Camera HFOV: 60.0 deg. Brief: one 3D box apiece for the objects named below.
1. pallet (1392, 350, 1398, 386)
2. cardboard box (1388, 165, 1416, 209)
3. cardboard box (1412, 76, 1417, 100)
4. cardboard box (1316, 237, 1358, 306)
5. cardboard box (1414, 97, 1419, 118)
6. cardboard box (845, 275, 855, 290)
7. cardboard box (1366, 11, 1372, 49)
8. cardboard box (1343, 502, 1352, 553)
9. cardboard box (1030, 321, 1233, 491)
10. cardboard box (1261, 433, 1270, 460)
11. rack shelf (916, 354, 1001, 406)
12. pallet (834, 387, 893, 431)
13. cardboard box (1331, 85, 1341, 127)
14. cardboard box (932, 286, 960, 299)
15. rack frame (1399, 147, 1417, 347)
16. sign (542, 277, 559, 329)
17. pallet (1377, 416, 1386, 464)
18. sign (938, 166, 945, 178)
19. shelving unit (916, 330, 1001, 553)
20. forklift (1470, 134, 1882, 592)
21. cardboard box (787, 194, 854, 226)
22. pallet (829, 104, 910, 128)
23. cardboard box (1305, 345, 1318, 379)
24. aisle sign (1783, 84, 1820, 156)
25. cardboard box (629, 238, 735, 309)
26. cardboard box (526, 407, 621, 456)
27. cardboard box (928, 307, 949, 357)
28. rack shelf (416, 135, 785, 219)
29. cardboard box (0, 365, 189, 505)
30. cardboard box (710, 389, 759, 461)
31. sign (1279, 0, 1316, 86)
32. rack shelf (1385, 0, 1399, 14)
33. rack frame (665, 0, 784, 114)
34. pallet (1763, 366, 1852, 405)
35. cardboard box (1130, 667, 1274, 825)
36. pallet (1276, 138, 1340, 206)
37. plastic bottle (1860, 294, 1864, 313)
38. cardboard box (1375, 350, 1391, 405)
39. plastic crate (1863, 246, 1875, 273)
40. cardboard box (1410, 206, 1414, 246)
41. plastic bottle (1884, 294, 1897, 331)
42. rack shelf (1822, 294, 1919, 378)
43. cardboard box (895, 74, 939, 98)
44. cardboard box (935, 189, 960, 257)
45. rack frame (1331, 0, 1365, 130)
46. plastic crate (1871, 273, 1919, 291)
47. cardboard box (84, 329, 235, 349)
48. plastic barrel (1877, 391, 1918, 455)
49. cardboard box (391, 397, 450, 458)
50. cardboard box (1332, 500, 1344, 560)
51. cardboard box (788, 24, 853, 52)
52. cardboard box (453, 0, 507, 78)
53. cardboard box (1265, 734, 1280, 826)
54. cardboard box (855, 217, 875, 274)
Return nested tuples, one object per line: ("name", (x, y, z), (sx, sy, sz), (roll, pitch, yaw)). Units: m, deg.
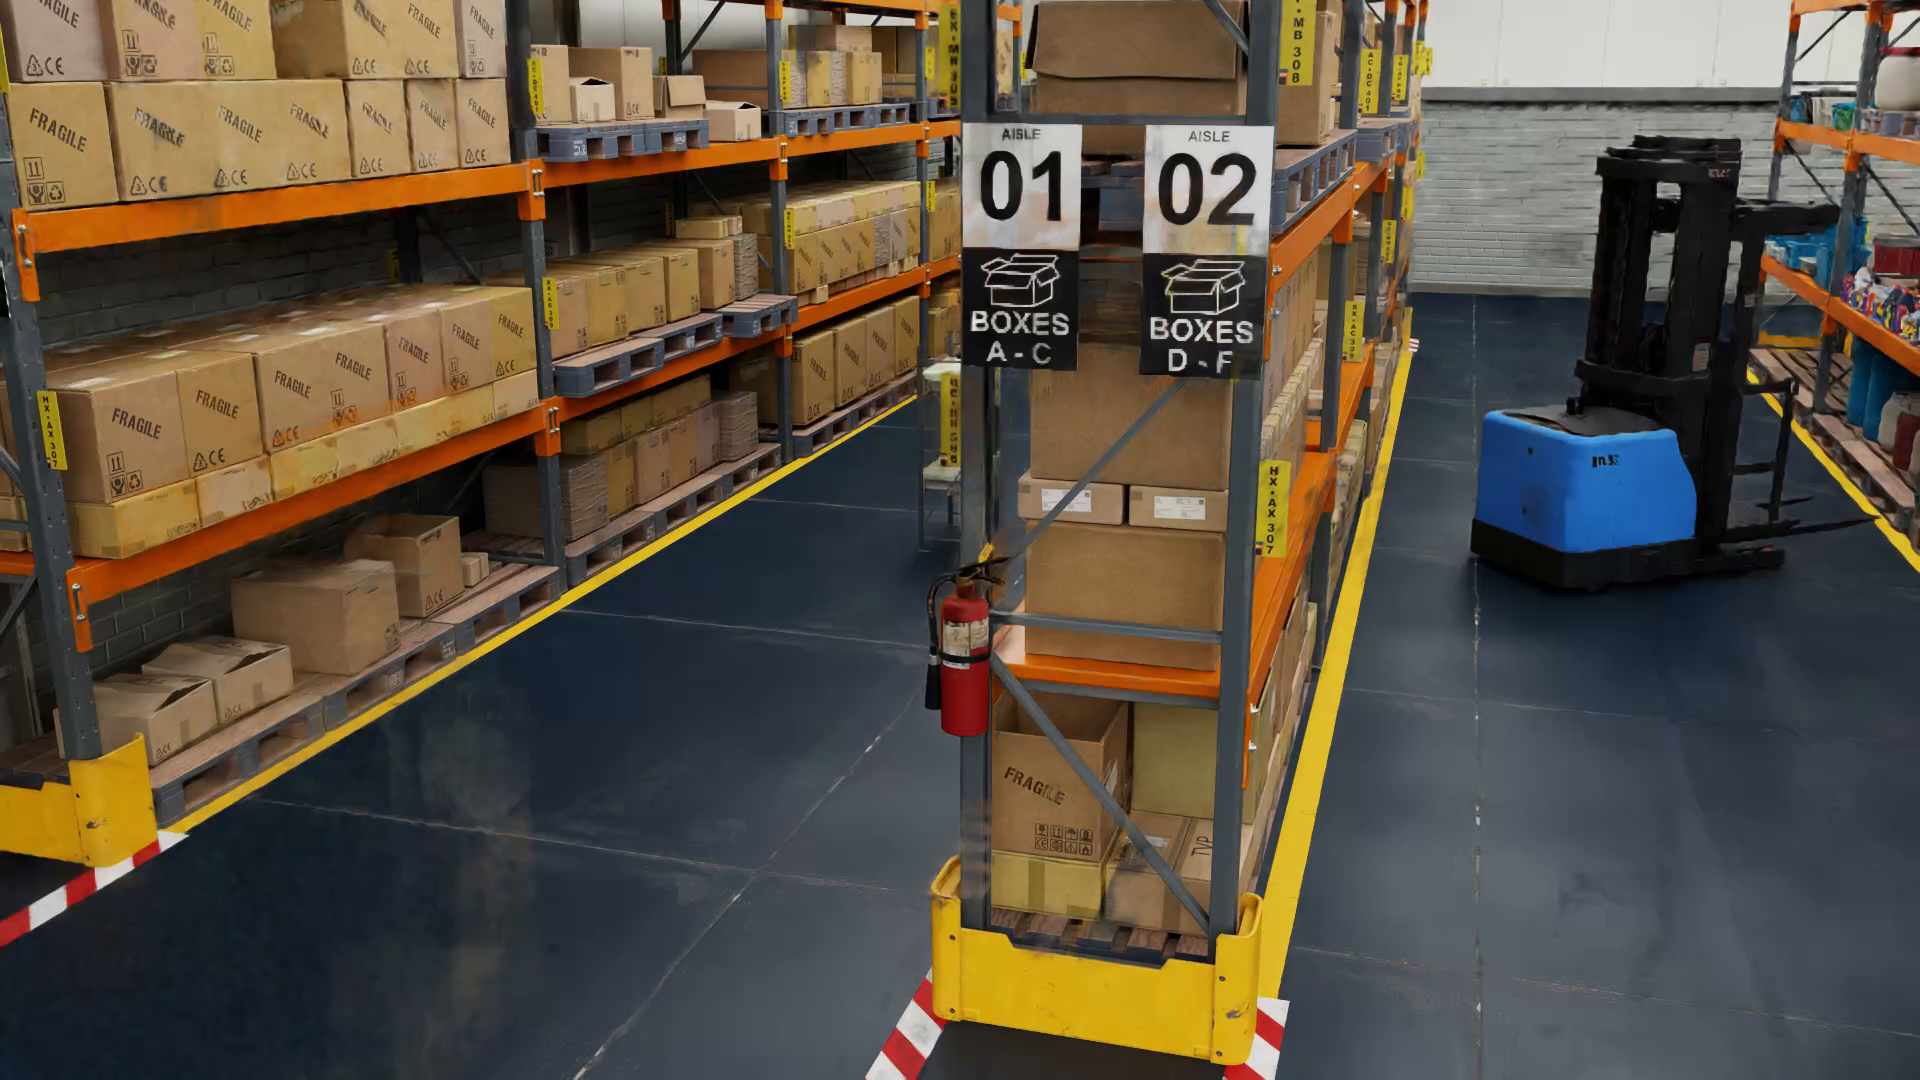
("pallet", (4.448, -1.990, 18.959), (1.003, 0.211, 1.213), (5, 16, 16))
("cardboard box", (4.895, -4.001, 18.924), (0.500, 0.500, 0.500), (5, 17, 17))
("cardboard box", (4.577, -4.812, 17.659), (0.500, 0.250, 0.500), (5, 16, 16))
("cardboard box", (2.841, -2.209, 13.667), (0.700, 0.500, 0.500), (-1, 16, -3))
("cardboard box", (4.868, -4.833, 18.648), (0.500, 0.250, 0.500), (5, 16, 16))
("cardboard box", (-1.240, -2.528, 16.167), (0.380, 0.149, 0.250), (5, 17, 16))
("cardboard box", (3.045, -4.005, 13.438), (0.500, 0.500, 0.500), (5, 16, 16))
("cardboard box", (2.422, -0.107, 11.478), (0.500, 0.250, 0.500), (5, 17, 17))
("cardboard box", (0.656, -0.499, 6.033), (0.700, 0.500, 0.500), (5, 16, 16))
("cardboard box", (1.033, -0.339, 6.654), (0.380, 0.149, 0.250), (4, 16, 15))
("rack shelf", (-0.002, -1.095, 12.012), (0.431, 0.370, 0.720), (5, 16, 16))
("pallet", (-1.336, -1.345, 16.686), (1.003, 0.211, 1.213), (5, 16, 16))
("cardboard box", (2.235, -2.807, 10.738), (0.500, 0.250, 0.500), (3, 16, 11))
("cardboard box", (-0.113, -2.926, 19.771), (0.380, 0.149, 0.250), (4, 16, 14))
("rack frame", (5.043, -3.878, 20.506), (1.000, 3.000, 0.127), (5, 16, 16))
("sign", (-2.595, -1.498, 10.528), (0.100, 0.325, 0.005), (5, 16, 16))
("pallet", (3.367, -0.954, 15.307), (1.003, 0.211, 1.213), (5, 16, 16))
("sign", (-0.238, -4.761, 21.885), (0.100, 0.325, 0.005), (5, 16, 16))
("shelving unit", (-0.002, -0.720, 12.119), (0.431, 1.500, 0.755), (5, 16, 16))
("forklift", (5.188, -1.298, 11.535), (3.031, 2.935, 1.130), (-6, 17, -21))
("cardboard box", (-1.314, -3.101, 15.625), (0.500, 0.250, 0.500), (5, 17, 16))
("pallet", (-1.057, -4.322, 16.925), (0.805, 0.209, 1.217), (4, 16, 14))
("cardboard box", (1.689, -0.947, 8.798), (0.380, 0.149, 0.250), (4, 16, 15))
("aisle sign", (9.527, -4.786, 18.941), (0.394, 0.787, 0.004), (5, 16, 16))
("cardboard box", (-2.237, -2.156, 13.445), (0.700, 0.500, 0.500), (3, 16, 11))
("cardboard box", (-2.802, -0.801, 12.057), (0.500, 0.250, 0.500), (4, 16, 15))
("cardboard box", (-0.533, -2.402, 19.112), (0.700, 0.500, 0.500), (5, 17, 17))
("rack shelf", (-2.549, -2.742, 12.321), (1.077, 0.370, 4.000), (5, 16, 16))
("cardboard box", (-3.830, -0.475, 7.372), (0.500, 0.500, 0.500), (5, 16, 16))
("cardboard box", (-2.135, -0.985, 14.080), (0.700, 0.500, 0.500), (5, 17, 17))
("sign", (1.027, -1.549, 5.051), (0.100, 0.325, 0.005), (5, 16, 16))
("rack shelf", (2.202, -3.610, 10.616), (1.077, 0.370, 4.000), (5, 16, 16))
("rack frame", (-1.981, -5.055, 13.659), (1.000, 3.000, 0.127), (5, 16, 16))
("pallet", (9.171, -1.621, 17.657), (1.003, 0.211, 1.213), (5, 16, 16))
("cardboard box", (1.002, 0.814, 6.858), (0.500, 0.500, 0.500), (5, 16, 16))
("pallet", (1.067, -1.596, 7.124), (1.003, 0.211, 1.213), (5, 16, 16))
("plastic bottle", (7.939, -2.085, 14.546), (0.097, 0.201, 0.097), (0, 16, 0))
("cardboard box", (3.893, -1.561, 16.110), (0.500, 0.500, 0.500), (5, 16, 16))
("plastic crate", (9.265, -2.804, 16.824), (0.437, 0.282, 0.530), (5, 16, 16))
("cardboard box", (5.177, -3.788, 20.004), (0.500, 0.500, 0.500), (5, 17, 18))
("plastic bottle", (7.639, -1.865, 13.622), (0.061, 0.283, 0.133), (5, 16, 16))
("rack shelf", (8.086, -1.577, 13.712), (1.077, 0.370, 4.000), (5, 16, 16))
("cardboard box", (-0.395, -4.996, 18.272), (0.500, 0.250, 0.500), (5, 16, 16))
("cardboard box", (-0.461, -3.690, 19.294), (0.980, 0.700, 0.700), (4, 16, 14))
("rack frame", (1.633, -3.625, 8.618), (1.000, 3.000, 0.127), (5, 16, 16))
("plastic crate", (8.924, -2.459, 15.876), (0.396, 0.136, 0.243), (5, 16, 16))
("cardboard box", (-4.029, -0.780, 8.446), (0.500, 0.500, 0.500), (4, 16, 14))
("plastic barrel", (8.036, -0.985, 14.094), (0.421, 0.512, 0.421), (0, 16, 0))
("cardboard box", (-3.239, -0.649, 9.360), (0.500, 0.250, 0.500), (5, 16, 16))
("cardboard box", (2.137, -0.107, 10.452), (0.500, 0.311, 0.500), (4, 16, 15))
("cardboard box", (-1.362, -4.913, 16.293), (0.500, 0.250, 0.500), (4, 16, 14))
("cardboard box", (-3.000, -2.952, 9.689), (0.500, 0.500, 0.500), (3, 16, 11))
("cardboard box", (1.143, 1.044, 7.422), (0.500, 0.250, 0.500), (5, 16, 16))
("cardboard box", (-1.157, -2.879, 16.219), (0.500, 0.500, 0.500), (5, 17, 17))
